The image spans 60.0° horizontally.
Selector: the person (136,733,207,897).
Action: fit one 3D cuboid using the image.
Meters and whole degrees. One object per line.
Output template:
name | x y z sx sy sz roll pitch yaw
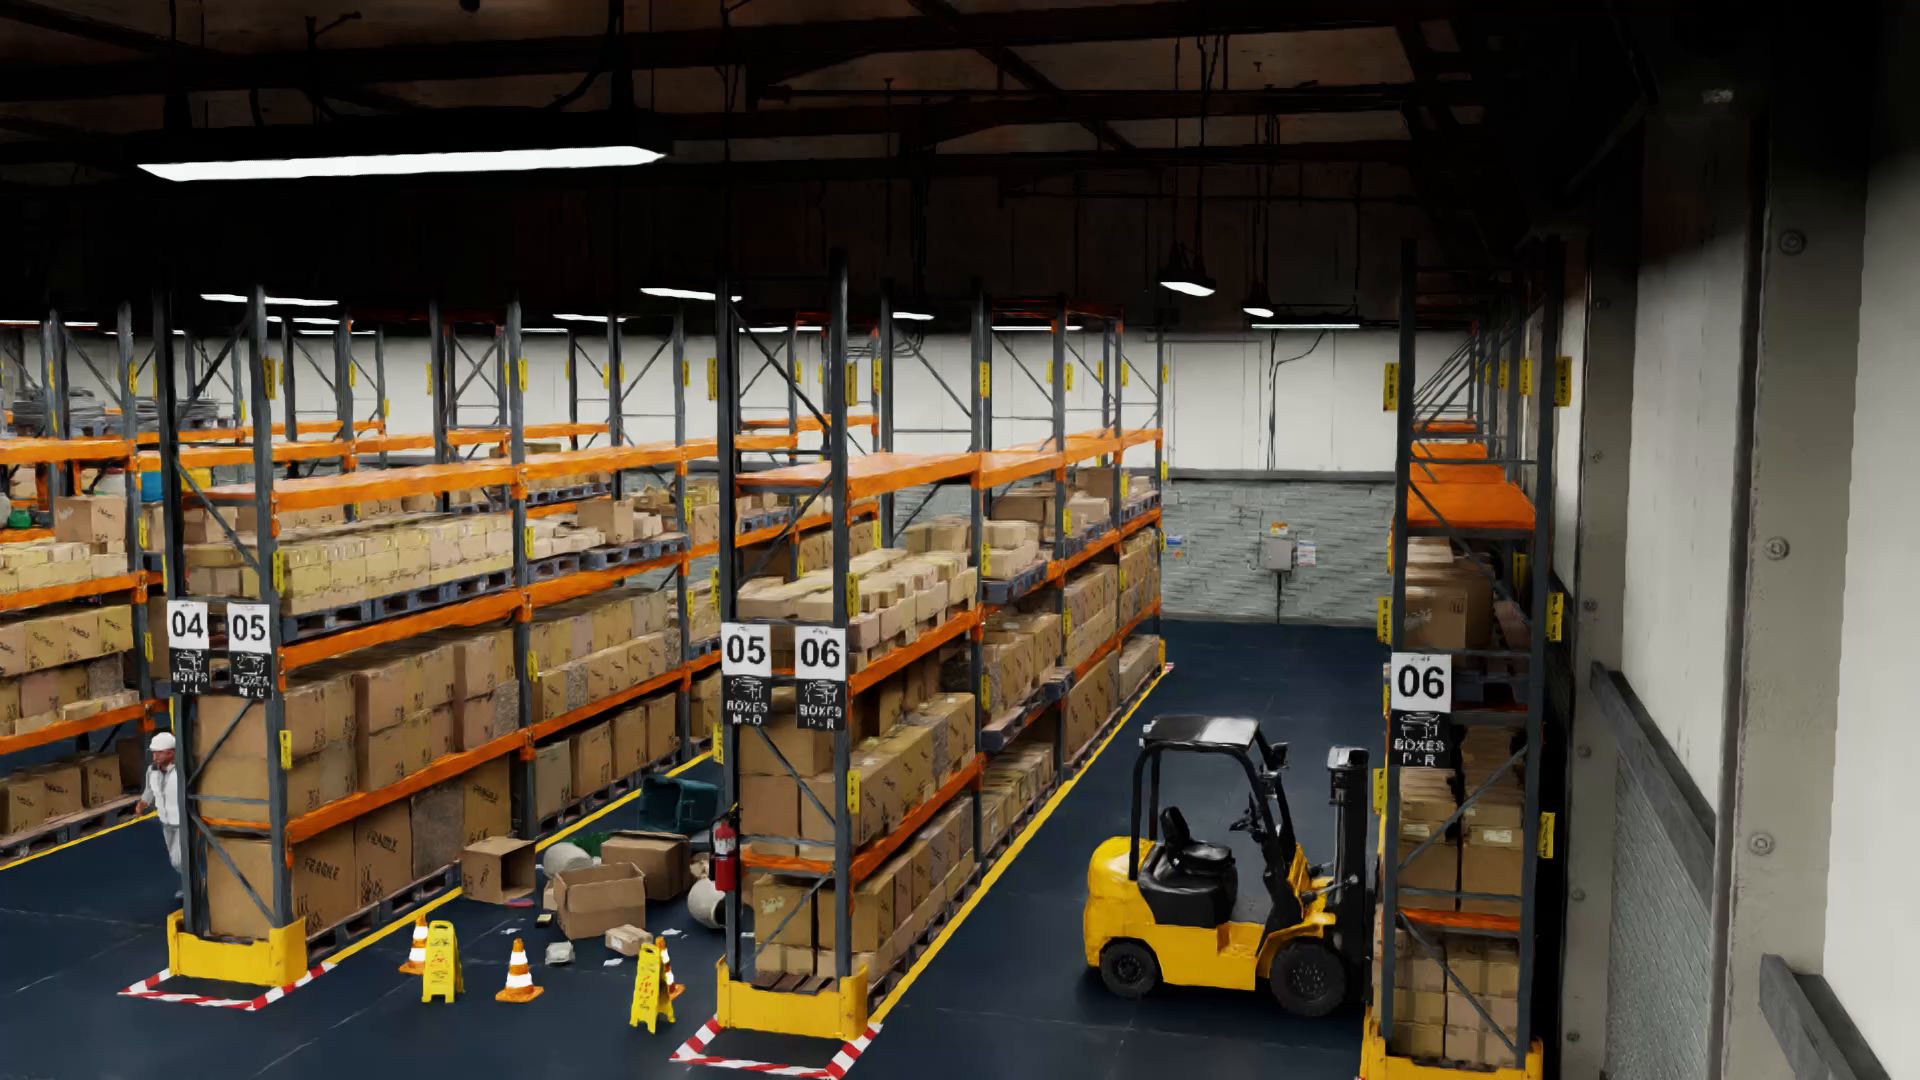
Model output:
person | -7.457 2.652 15.874 0.665 1.702 0.810 2 6 20
